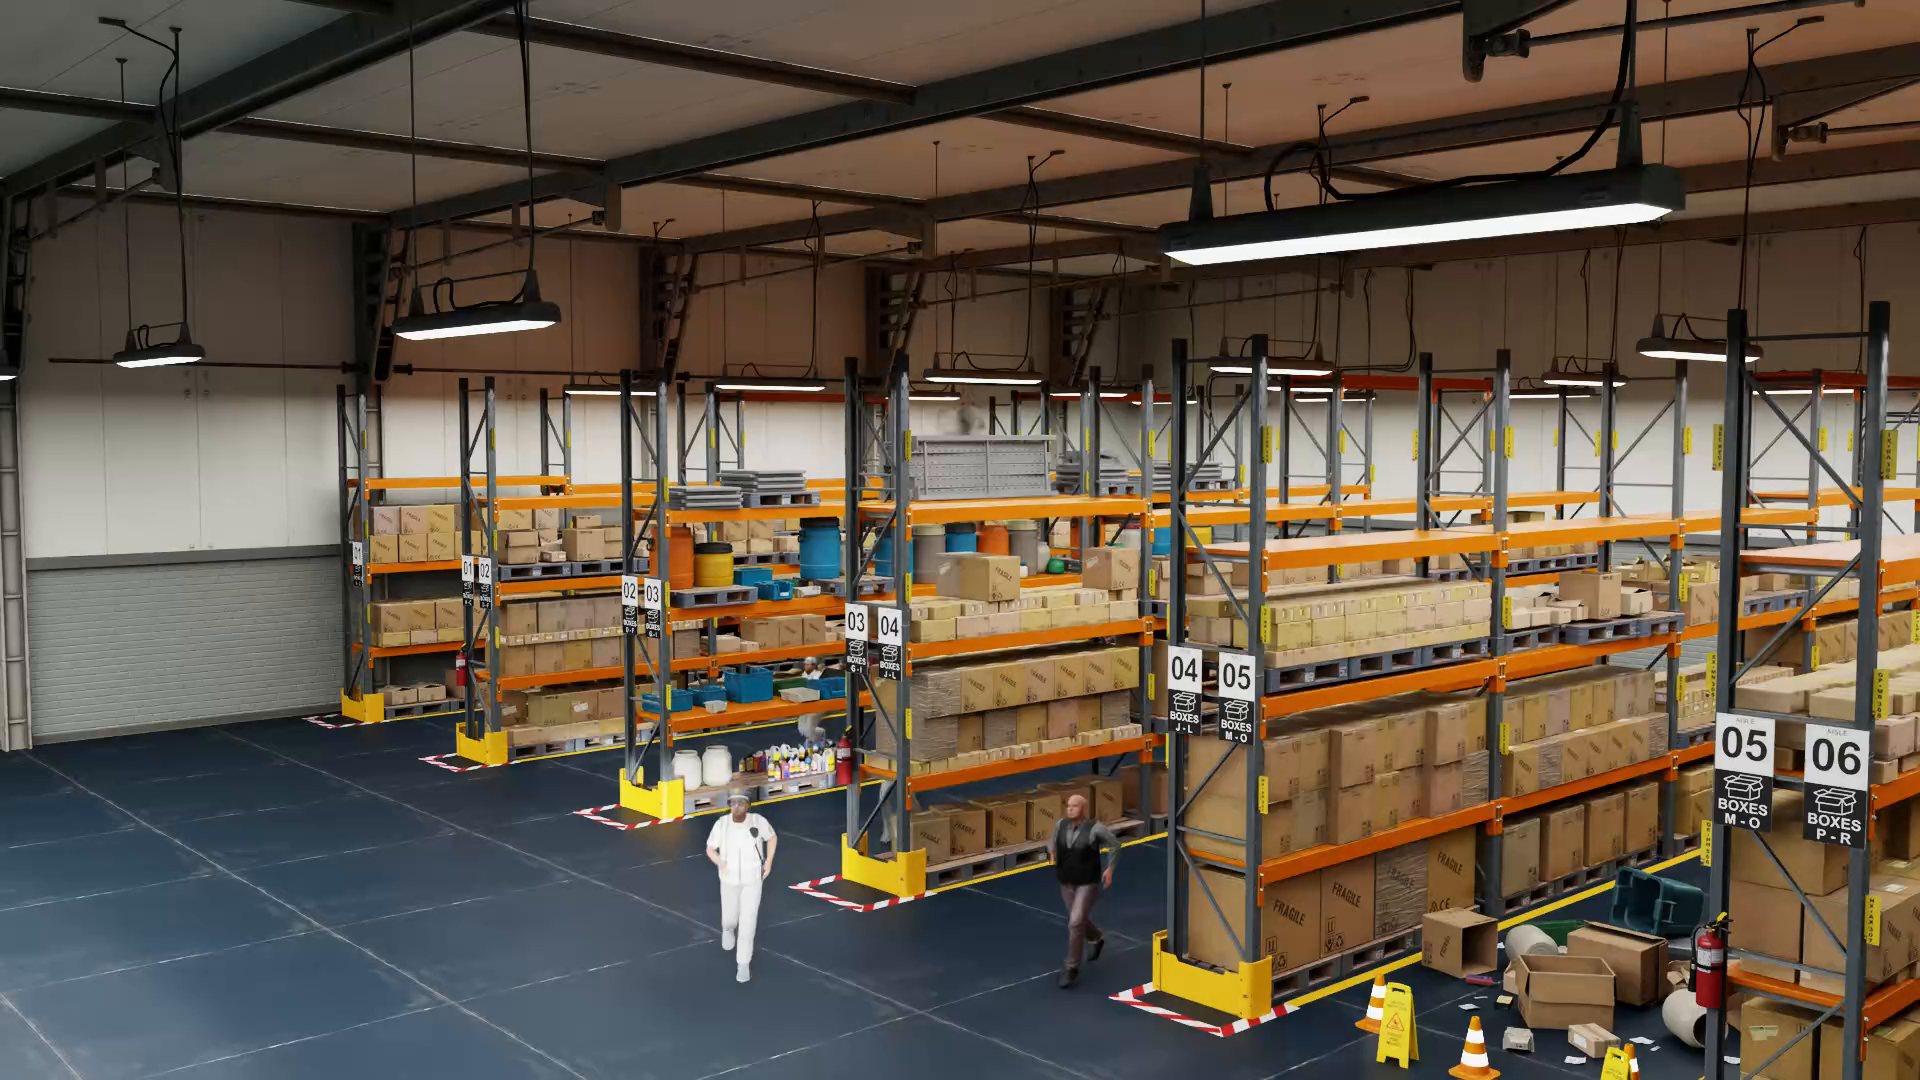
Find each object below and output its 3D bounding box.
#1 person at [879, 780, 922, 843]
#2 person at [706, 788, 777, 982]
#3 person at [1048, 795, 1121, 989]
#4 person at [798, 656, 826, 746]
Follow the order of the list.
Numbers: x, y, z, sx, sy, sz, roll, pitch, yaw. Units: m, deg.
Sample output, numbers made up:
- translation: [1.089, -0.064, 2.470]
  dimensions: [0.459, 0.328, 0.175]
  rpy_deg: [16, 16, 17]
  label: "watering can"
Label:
- translation: [-0.747, 2.946, 20.971]
  dimensions: [0.578, 1.752, 0.740]
  rpy_deg: [3, 5, 42]
  label: "person"
- translation: [-2.095, 3.244, 15.990]
  dimensions: [0.672, 1.785, 0.910]
  rpy_deg: [0, 4, -4]
  label: "person"
- translation: [1.139, 3.274, 15.793]
  dimensions: [0.687, 1.746, 0.926]
  rpy_deg: [3, 5, 37]
  label: "person"
- translation: [-2.283, 2.638, 26.359]
  dimensions: [0.593, 1.619, 0.586]
  rpy_deg: [3, 5, 43]
  label: "person"
